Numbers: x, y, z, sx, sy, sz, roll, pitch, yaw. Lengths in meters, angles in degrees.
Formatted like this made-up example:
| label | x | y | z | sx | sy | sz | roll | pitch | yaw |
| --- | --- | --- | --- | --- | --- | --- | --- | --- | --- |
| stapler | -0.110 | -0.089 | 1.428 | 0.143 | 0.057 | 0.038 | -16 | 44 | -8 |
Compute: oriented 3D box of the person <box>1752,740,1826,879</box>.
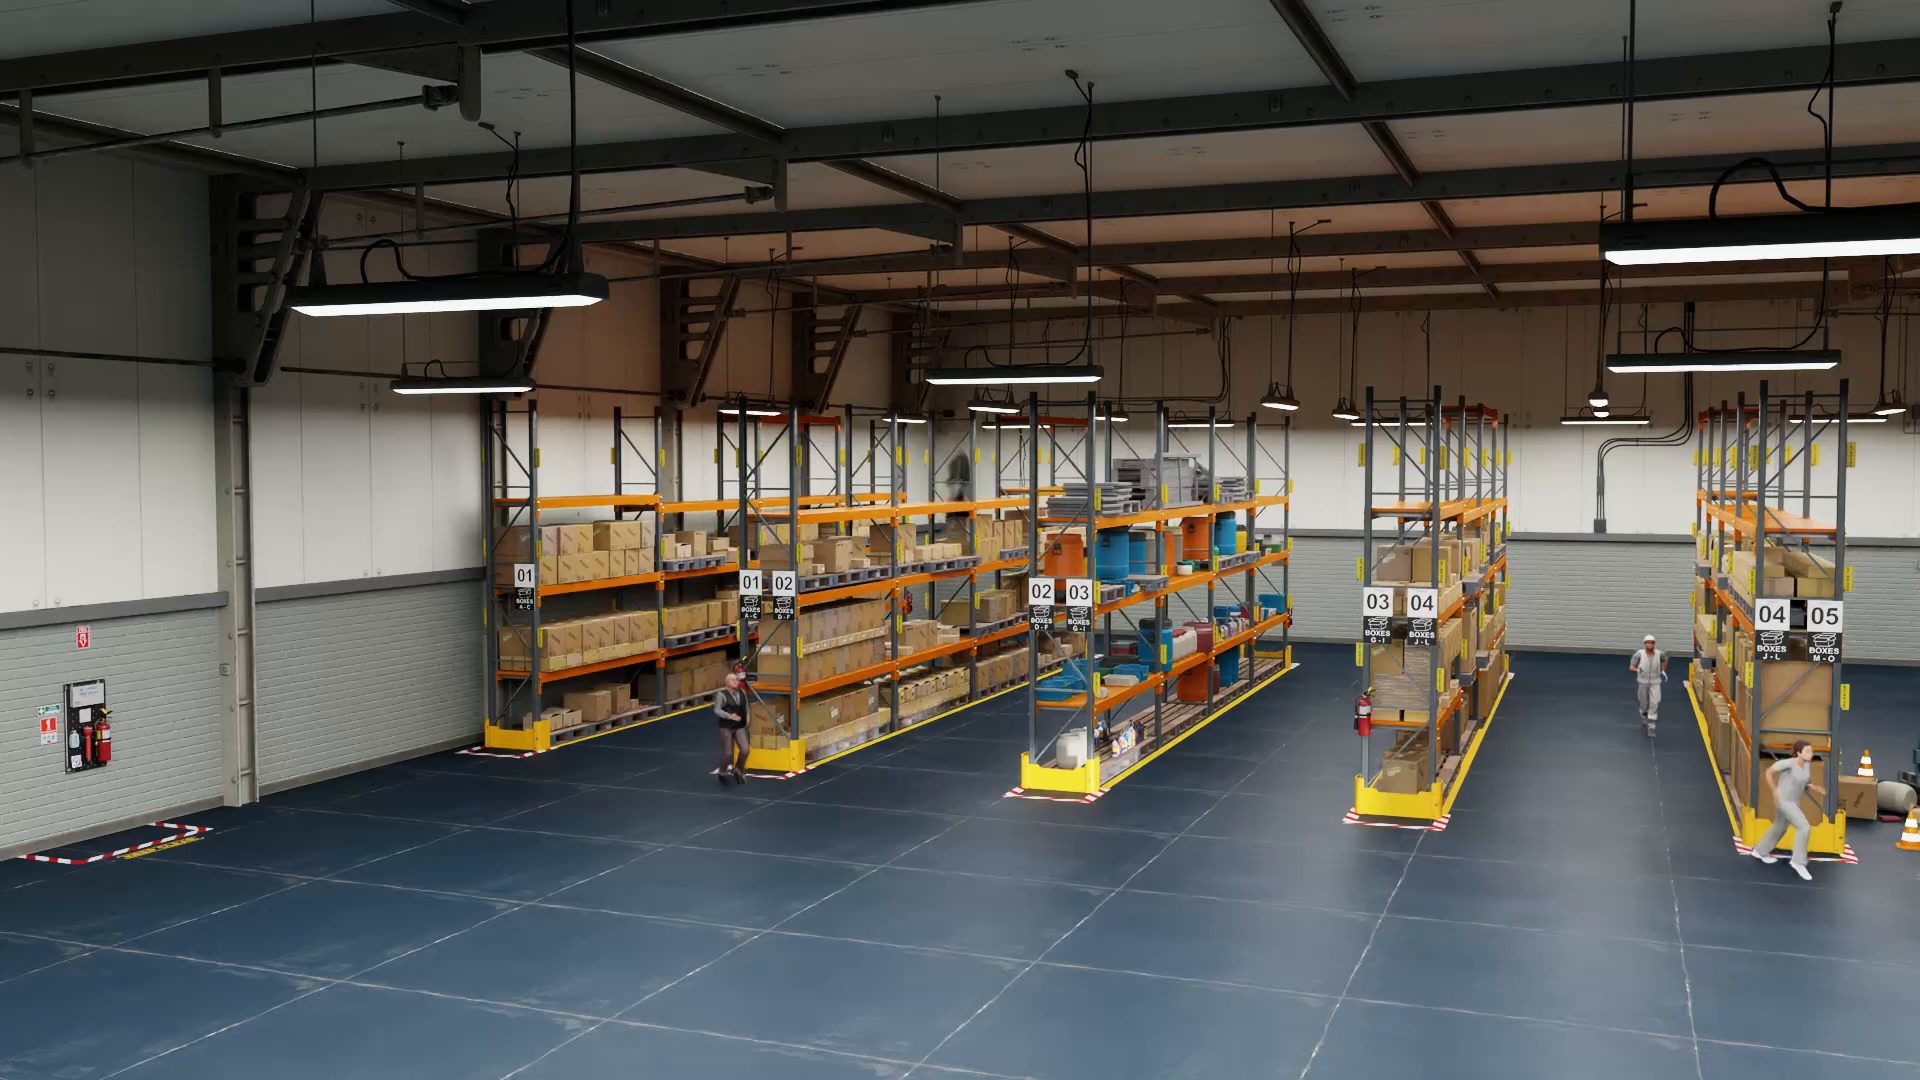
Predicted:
| label | x | y | z | sx | sy | sz | roll | pitch | yaw |
| --- | --- | --- | --- | --- | --- | --- | --- | --- | --- |
| person | 9.962 | 3.209 | 20.087 | 0.583 | 1.658 | 0.880 | -2 | 3 | -30 |

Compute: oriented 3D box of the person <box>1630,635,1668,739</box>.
| label | x | y | z | sx | sy | sz | roll | pitch | yaw |
| --- | --- | --- | --- | --- | --- | --- | --- | --- | --- |
| person | 12.482 | 2.620 | 30.126 | 0.656 | 1.811 | 0.991 | 1 | 3 | 18 |

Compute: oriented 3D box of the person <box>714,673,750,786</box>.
| label | x | y | z | sx | sy | sz | roll | pitch | yaw |
| --- | --- | --- | --- | --- | --- | --- | --- | --- | --- |
| person | -3.449 | 2.911 | 25.365 | 0.675 | 1.765 | 0.721 | -2 | 3 | -34 |
